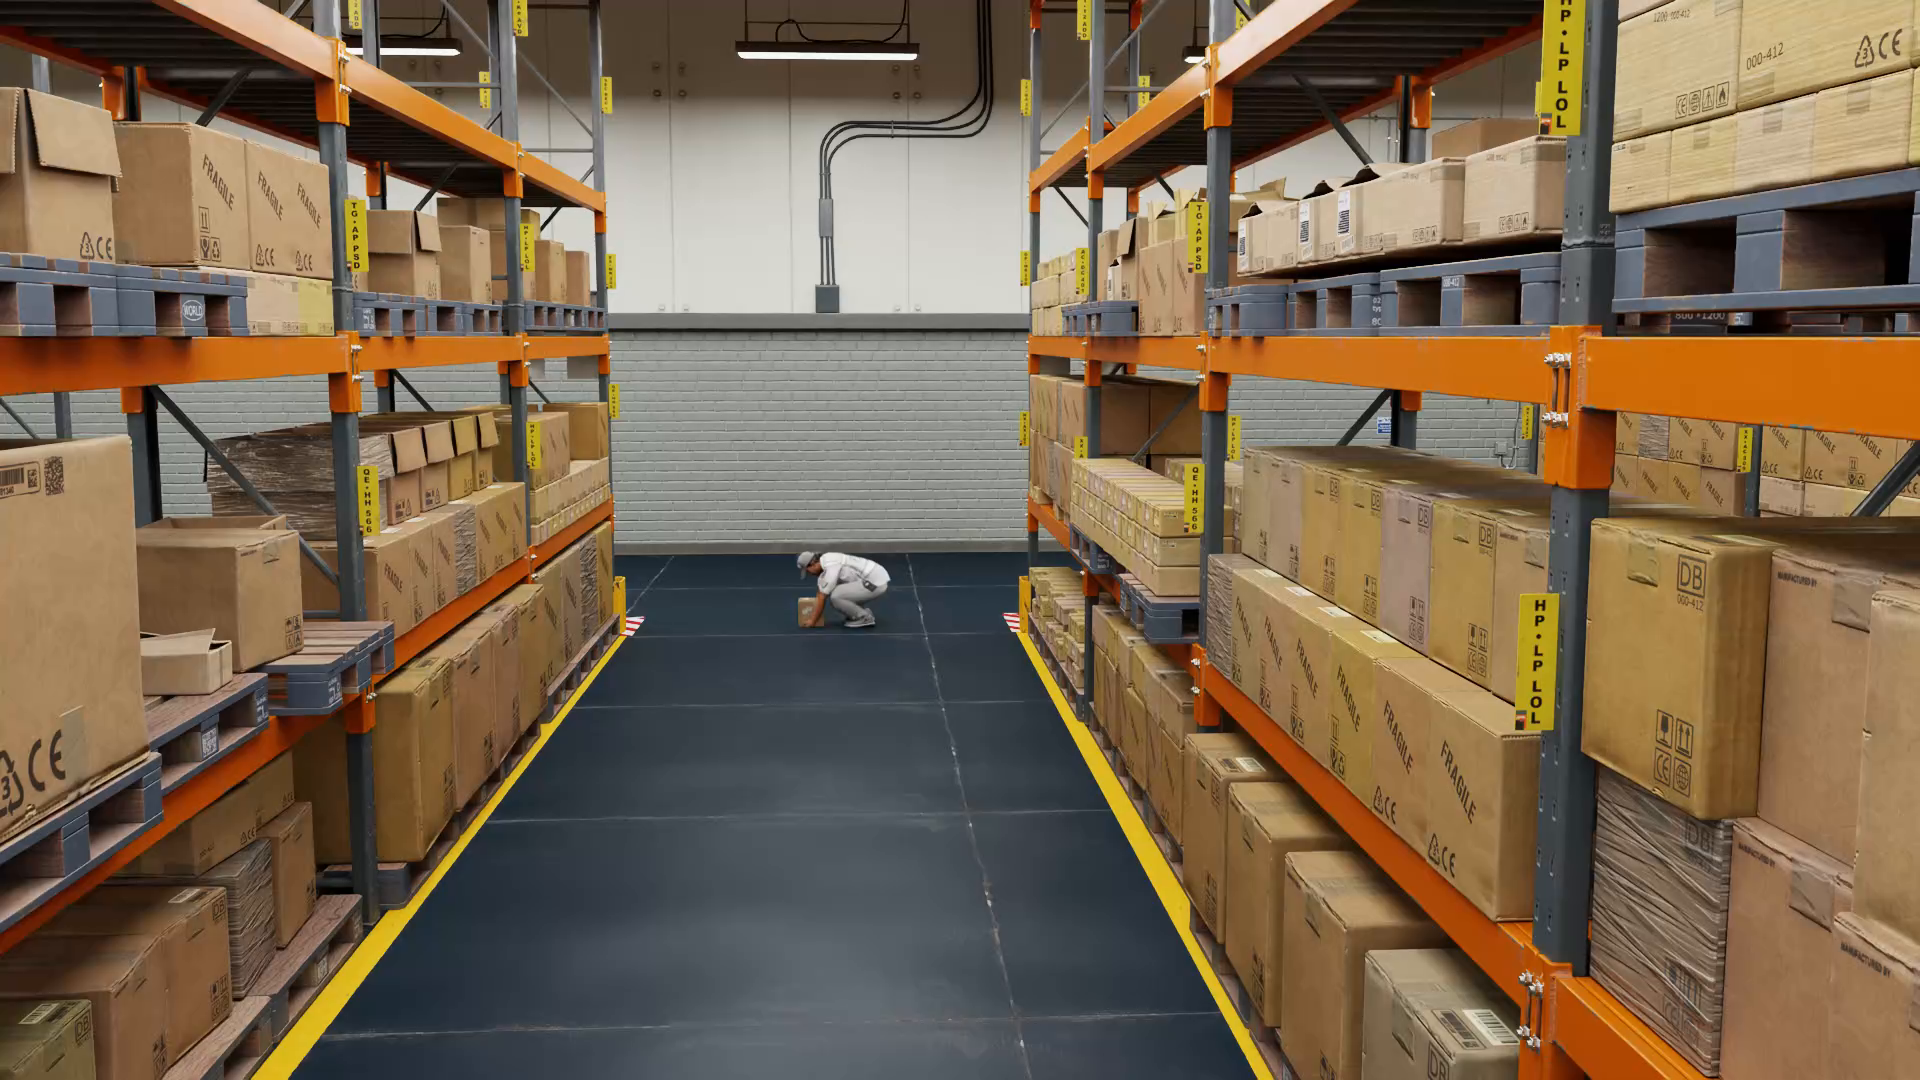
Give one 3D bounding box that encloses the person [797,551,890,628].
[{"bbox_3d":[-1.136,0.498,16.259,0.906,0.806,0.523,-1,7,-5],"label":"person"}]
